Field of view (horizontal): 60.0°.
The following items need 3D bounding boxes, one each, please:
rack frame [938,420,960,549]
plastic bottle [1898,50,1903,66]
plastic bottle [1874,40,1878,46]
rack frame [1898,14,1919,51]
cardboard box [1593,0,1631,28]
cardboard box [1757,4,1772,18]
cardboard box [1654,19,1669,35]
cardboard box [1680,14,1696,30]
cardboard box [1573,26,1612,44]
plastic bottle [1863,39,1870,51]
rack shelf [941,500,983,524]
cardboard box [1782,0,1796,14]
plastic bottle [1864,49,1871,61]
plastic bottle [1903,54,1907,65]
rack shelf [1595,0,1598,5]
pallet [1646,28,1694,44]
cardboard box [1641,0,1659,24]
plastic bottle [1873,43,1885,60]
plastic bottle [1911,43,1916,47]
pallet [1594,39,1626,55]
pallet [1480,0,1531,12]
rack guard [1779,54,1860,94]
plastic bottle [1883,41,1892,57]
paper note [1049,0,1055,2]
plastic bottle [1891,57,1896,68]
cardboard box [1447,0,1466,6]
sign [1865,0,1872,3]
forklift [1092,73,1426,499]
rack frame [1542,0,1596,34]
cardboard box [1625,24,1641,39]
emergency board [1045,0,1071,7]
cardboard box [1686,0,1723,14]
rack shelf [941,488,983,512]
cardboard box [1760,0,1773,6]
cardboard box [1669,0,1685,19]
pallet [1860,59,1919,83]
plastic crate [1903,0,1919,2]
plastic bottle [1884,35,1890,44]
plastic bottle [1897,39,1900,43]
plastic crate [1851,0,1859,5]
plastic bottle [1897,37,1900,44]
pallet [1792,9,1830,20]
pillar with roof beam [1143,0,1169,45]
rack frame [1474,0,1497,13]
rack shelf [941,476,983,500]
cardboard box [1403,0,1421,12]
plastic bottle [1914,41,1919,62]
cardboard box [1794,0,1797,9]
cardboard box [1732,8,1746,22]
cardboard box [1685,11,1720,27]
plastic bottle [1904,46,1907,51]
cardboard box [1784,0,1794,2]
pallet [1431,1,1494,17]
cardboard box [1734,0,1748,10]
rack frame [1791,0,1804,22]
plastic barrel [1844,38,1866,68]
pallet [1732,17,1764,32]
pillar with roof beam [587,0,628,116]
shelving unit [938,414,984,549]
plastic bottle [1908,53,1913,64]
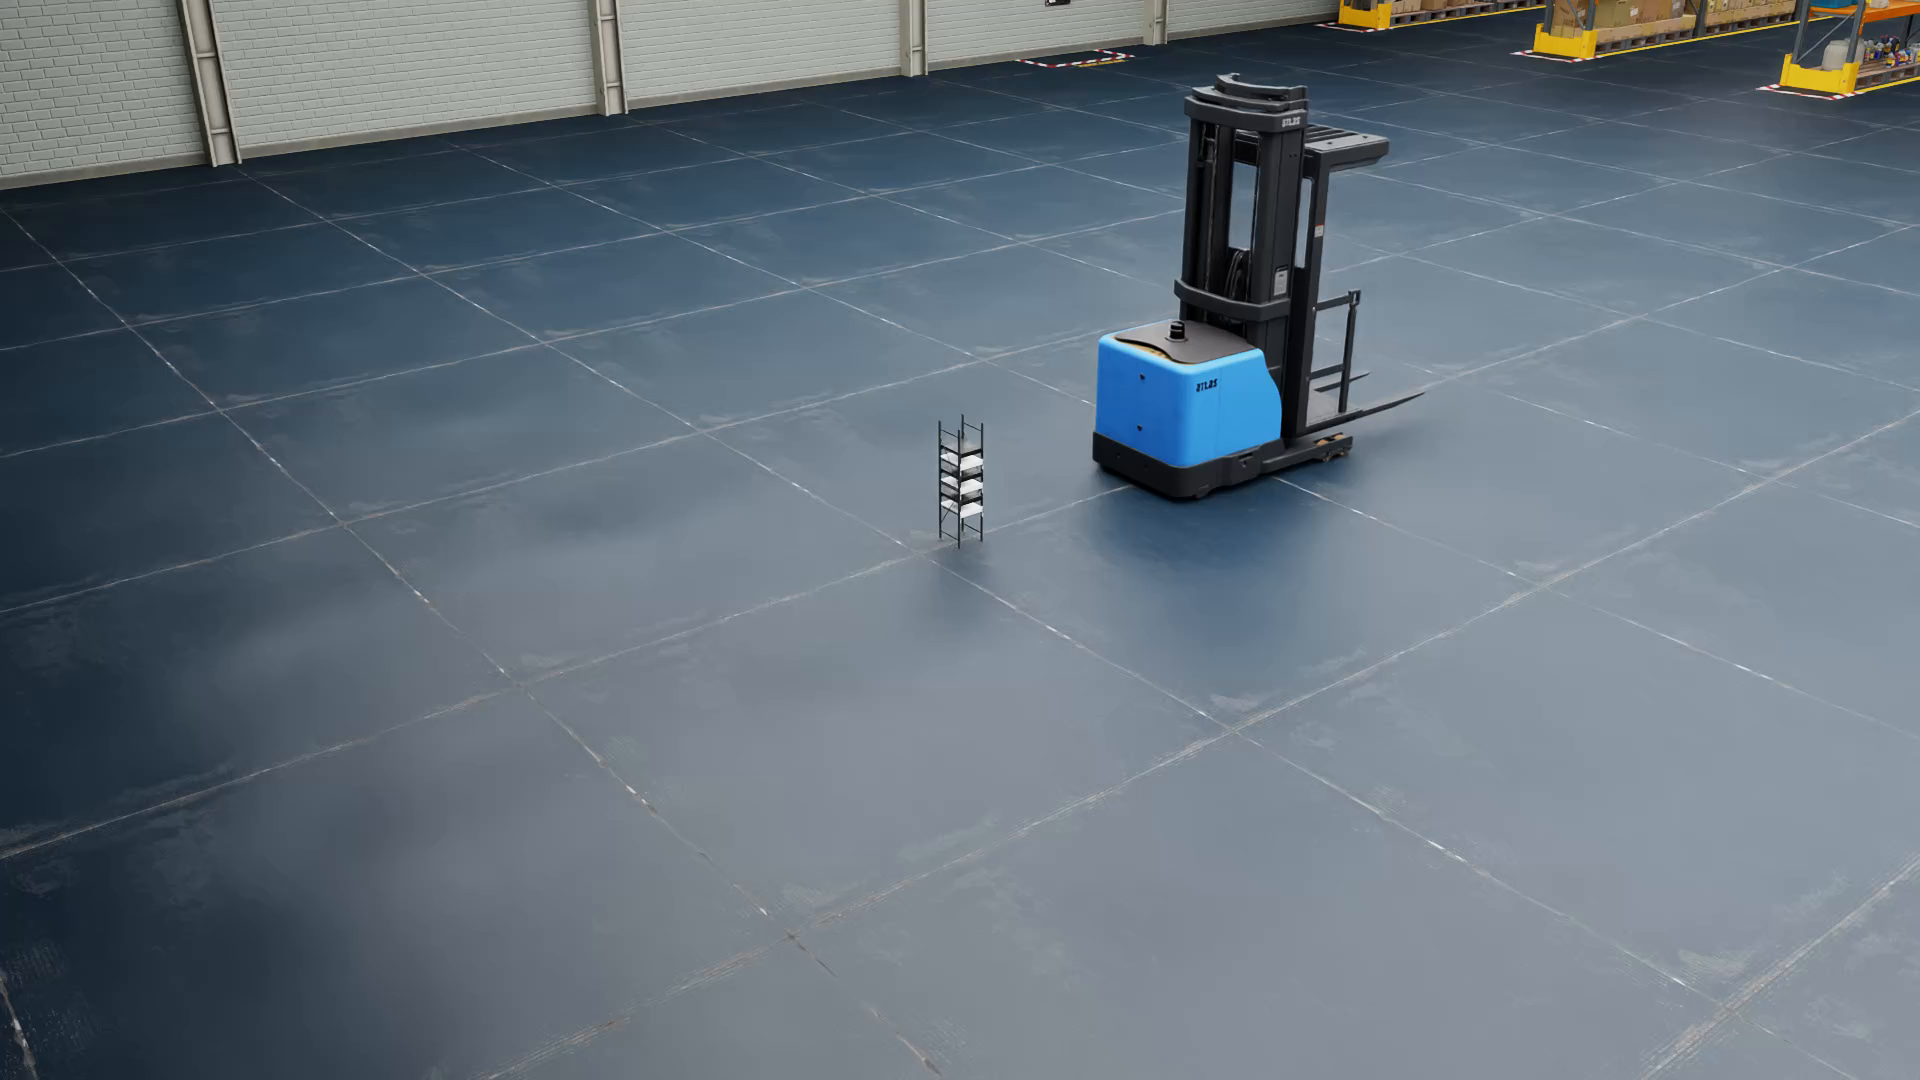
[{"bbox_3d":[-0.074,-0.384,11.635,0.006,0.900,0.240,-18,31,-34],"label":"rack frame"},{"bbox_3d":[16.601,-8.525,29.400,0.097,0.271,0.097,0,25,0],"label":"plastic bottle"},{"bbox_3d":[16.665,-8.962,30.329,0.133,0.283,0.061,-17,30,-32],"label":"plastic bottle"},{"bbox_3d":[17.860,-10.145,30.173,0.127,3.000,1.000,-18,31,-34],"label":"rack frame"},{"bbox_3d":[12.611,-10.227,32.227,0.500,0.500,0.500,-18,31,-34],"label":"cardboard box"},{"bbox_3d":[16.890,-11.287,35.401,0.500,0.250,0.500,-17,30,-33],"label":"cardboard box"},{"bbox_3d":[13.793,-10.276,33.223,0.500,0.250,0.500,-18,31,-34],"label":"cardboard box"},{"bbox_3d":[14.577,-10.537,33.786,0.500,0.250,0.500,-18,31,-34],"label":"cardboard box"},{"bbox_3d":[12.218,-9.757,32.104,0.500,0.250,0.500,-18,31,-34],"label":"cardboard box"},{"bbox_3d":[16.340,-8.863,30.035,0.185,0.351,0.144,-17,30,-32],"label":"plastic bottle"},{"bbox_3d":[0.006,-0.217,11.782,0.200,0.077,0.258,-18,31,-34],"label":"rack shelf"},{"bbox_3d":[17.691,-11.552,35.972,0.500,0.250,0.500,-17,30,-33],"label":"cardboard box"},{"bbox_3d":[16.303,-8.714,29.892,0.097,0.201,0.097,0,25,0],"label":"plastic bottle"},{"bbox_3d":[16.758,-8.545,29.526,0.097,0.201,0.097,0,25,0],"label":"plastic bottle"},{"bbox_3d":[13.233,-10.941,32.743,4.000,0.370,1.077,-18,31,-34],"label":"rack shelf"},{"bbox_3d":[14.155,-10.329,33.883,1.213,0.211,1.003,-18,31,-34],"label":"pallet"},{"bbox_3d":[13.400,-10.485,32.784,0.500,0.500,0.500,-18,31,-34],"label":"cardboard box"},{"bbox_3d":[16.597,-8.835,30.063,0.135,0.276,0.152,-18,31,-34],"label":"plastic bottle"},{"bbox_3d":[17.269,-8.839,30.072,0.135,0.276,0.152,-18,31,-34],"label":"plastic bottle"},{"bbox_3d":[12.235,-9.695,32.517,1.213,0.211,1.003,-18,31,-34],"label":"pallet"},{"bbox_3d":[12.359,-12.365,38.269,1.213,0.211,1.003,-18,31,-34],"label":"pallet"},{"bbox_3d":[14.743,-8.007,28.537,0.348,0.500,1.175,-18,31,-34],"label":"rack guard"},{"bbox_3d":[16.929,-8.957,30.332,0.097,0.271,0.097,0,25,0],"label":"plastic bottle"},{"bbox_3d":[1.745,-10.246,31.437,0.142,0.148,0.016,-18,31,-34],"label":"paper note"},{"bbox_3d":[16.413,-8.431,29.281,0.097,0.201,0.097,0,25,0],"label":"plastic bottle"},{"bbox_3d":[10.955,-12.210,37.069,0.500,0.500,0.500,-21,32,-38],"label":"cardboard box"},{"bbox_3d":[15.049,-9.048,27.481,0.005,0.325,0.100,-18,31,-34],"label":"sign"},{"bbox_3d":[2.529,-2.118,12.960,3.031,2.935,1.130,-17,30,-33],"label":"forklift"},{"bbox_3d":[11.659,-10.748,31.472,0.127,3.000,1.000,-18,31,-34],"label":"rack frame"},{"bbox_3d":[13.003,-10.017,32.666,0.500,0.250,0.500,-18,31,-34],"label":"cardboard box"},{"bbox_3d":[1.927,-10.668,31.301,0.643,1.169,0.194,-18,31,-34],"label":"emergency board"},{"bbox_3d":[15.286,-11.009,34.137,0.500,0.311,0.500,-18,30,-34],"label":"cardboard box"},{"bbox_3d":[0.006,-0.298,11.744,0.200,0.077,0.258,-18,31,-34],"label":"rack shelf"},{"bbox_3d":[16.890,-11.538,35.277,0.500,0.311,0.500,-18,31,-34],"label":"cardboard box"},{"bbox_3d":[14.176,-10.751,33.356,0.500,0.500,0.500,-18,31,-34],"label":"cardboard box"},{"bbox_3d":[16.345,-8.401,29.727,1.213,0.211,1.003,-18,31,-34],"label":"pallet"},{"bbox_3d":[16.739,-9.520,29.139,0.437,0.136,0.530,-18,31,-34],"label":"plastic crate"},{"bbox_3d":[16.969,-9.071,30.483,0.185,0.351,0.144,-17,30,-33],"label":"plastic bottle"},{"bbox_3d":[17.168,-9.047,30.511,0.133,0.283,0.061,-18,31,-34],"label":"plastic bottle"},{"bbox_3d":[15.436,-9.434,28.819,0.408,0.251,0.499,-18,31,-34],"label":"plastic crate"},{"bbox_3d":[17.339,-9.169,30.790,0.097,0.271,0.097,0,25,0],"label":"plastic bottle"},{"bbox_3d":[18.565,-11.742,36.928,1.213,0.211,1.003,-18,31,-34],"label":"pallet"},{"bbox_3d":[6.551,-12.593,28.321,0.400,9.000,9.100,-18,31,-34],"label":"pillar with roof beam"},{"bbox_3d":[11.747,-13.427,37.245,0.127,3.000,1.000,-18,31,-34],"label":"rack frame"},{"bbox_3d":[0.006,-0.380,11.706,0.200,0.077,0.258,-18,31,-34],"label":"rack shelf"},{"bbox_3d":[9.648,-11.666,36.121,0.500,0.311,0.500,-15,29,-30],"label":"cardboard box"},{"bbox_3d":[17.126,-8.746,29.784,0.185,0.351,0.144,-18,31,-34],"label":"plastic bottle"},{"bbox_3d":[18.489,-11.915,36.434,0.500,0.500,0.500,-17,30,-32],"label":"cardboard box"},{"bbox_3d":[16.086,-11.021,34.827,0.500,0.250,0.500,-19,31,-36],"label":"cardboard box"},{"bbox_3d":[15.277,-10.753,34.250,0.500,0.250,0.500,-19,31,-35],"label":"cardboard box"},{"bbox_3d":[16.930,-8.710,29.786,0.133,0.283,0.061,-18,31,-34],"label":"plastic bottle"},{"bbox_3d":[17.694,-11.806,35.853,0.500,0.311,0.500,-17,30,-33],"label":"cardboard box"},{"bbox_3d":[11.240,-11.976,37.431,1.213,0.211,1.003,-18,31,-34],"label":"pallet"},{"bbox_3d":[16.089,-11.272,34.704,0.500,0.311,0.500,-19,31,-36],"label":"cardboard box"},{"bbox_3d":[17.954,-12.826,35.950,0.127,3.000,1.000,-18,31,-34],"label":"rack frame"},{"bbox_3d":[15.578,-8.494,29.073,0.421,0.512,0.421,0,25,0],"label":"plastic barrel"},{"bbox_3d":[16.323,-11.045,35.425,1.213,0.211,1.003,-18,31,-34],"label":"pallet"},{"bbox_3d":[-2.892,-9.475,21.604,0.400,9.000,9.100,-18,31,-34],"label":"pillar with roof beam"},{"bbox_3d":[0.006,-0.410,11.692,0.210,0.900,0.258,-18,31,-34],"label":"shelving unit"},{"bbox_3d":[16.920,-8.598,29.642,0.097,0.201,0.097,0,25,0],"label":"plastic bottle"}]
